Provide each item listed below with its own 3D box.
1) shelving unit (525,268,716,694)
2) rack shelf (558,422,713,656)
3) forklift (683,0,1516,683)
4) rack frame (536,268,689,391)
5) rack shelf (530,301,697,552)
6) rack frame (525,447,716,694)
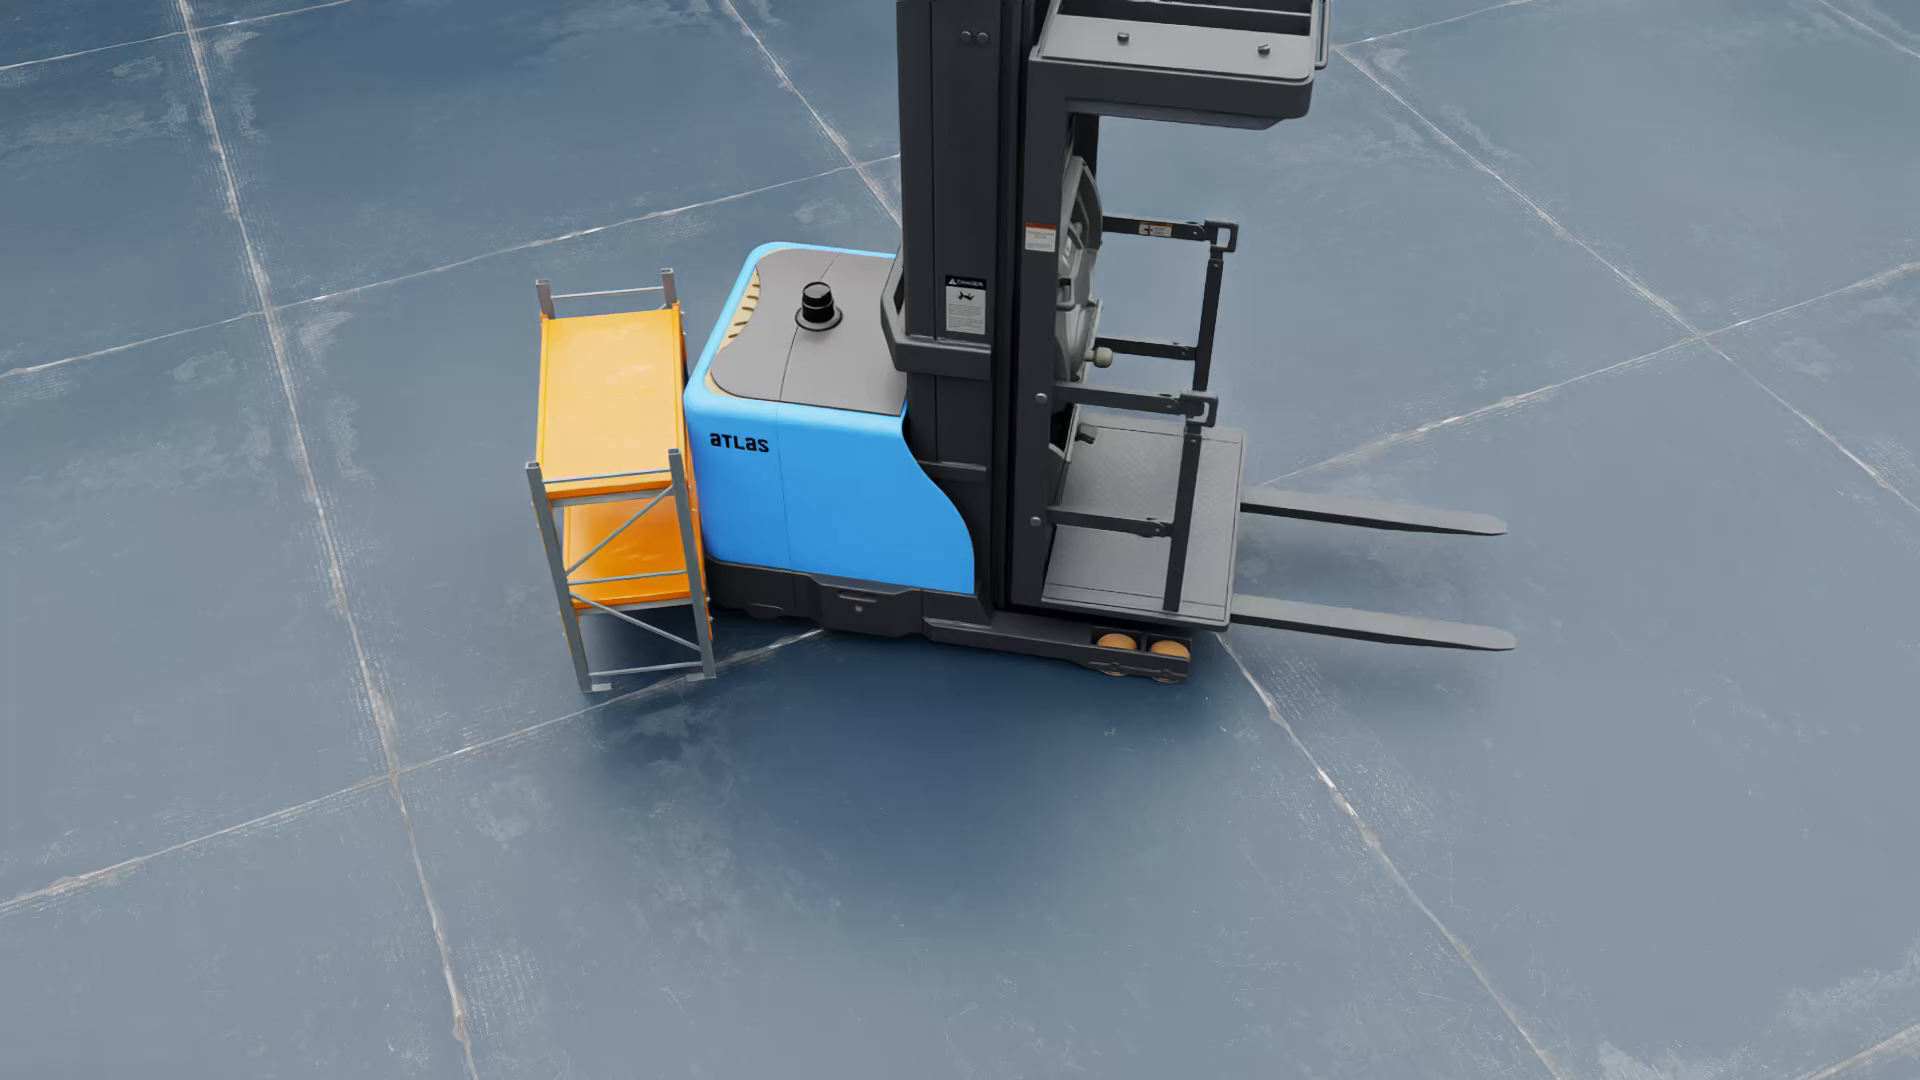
[{"bbox_3d":[-1.237,-0.220,6.172,0.538,1.125,1.048,-6,45,-6],"label":"shelving unit"},{"bbox_3d":[-1.237,-0.046,6.344,0.538,0.278,1.000,-6,45,-6],"label":"rack shelf"},{"bbox_3d":[0.589,-0.916,5.592,3.031,2.935,1.130,7,45,7],"label":"forklift"},{"bbox_3d":[-1.312,-0.573,6.530,0.500,1.125,0.032,-6,45,-6],"label":"rack frame"},{"bbox_3d":[-1.237,-0.428,5.967,0.538,0.278,1.000,-6,45,-6],"label":"rack shelf"},{"bbox_3d":[-1.162,0.133,5.814,0.500,1.125,0.032,-6,45,-6],"label":"rack frame"}]
